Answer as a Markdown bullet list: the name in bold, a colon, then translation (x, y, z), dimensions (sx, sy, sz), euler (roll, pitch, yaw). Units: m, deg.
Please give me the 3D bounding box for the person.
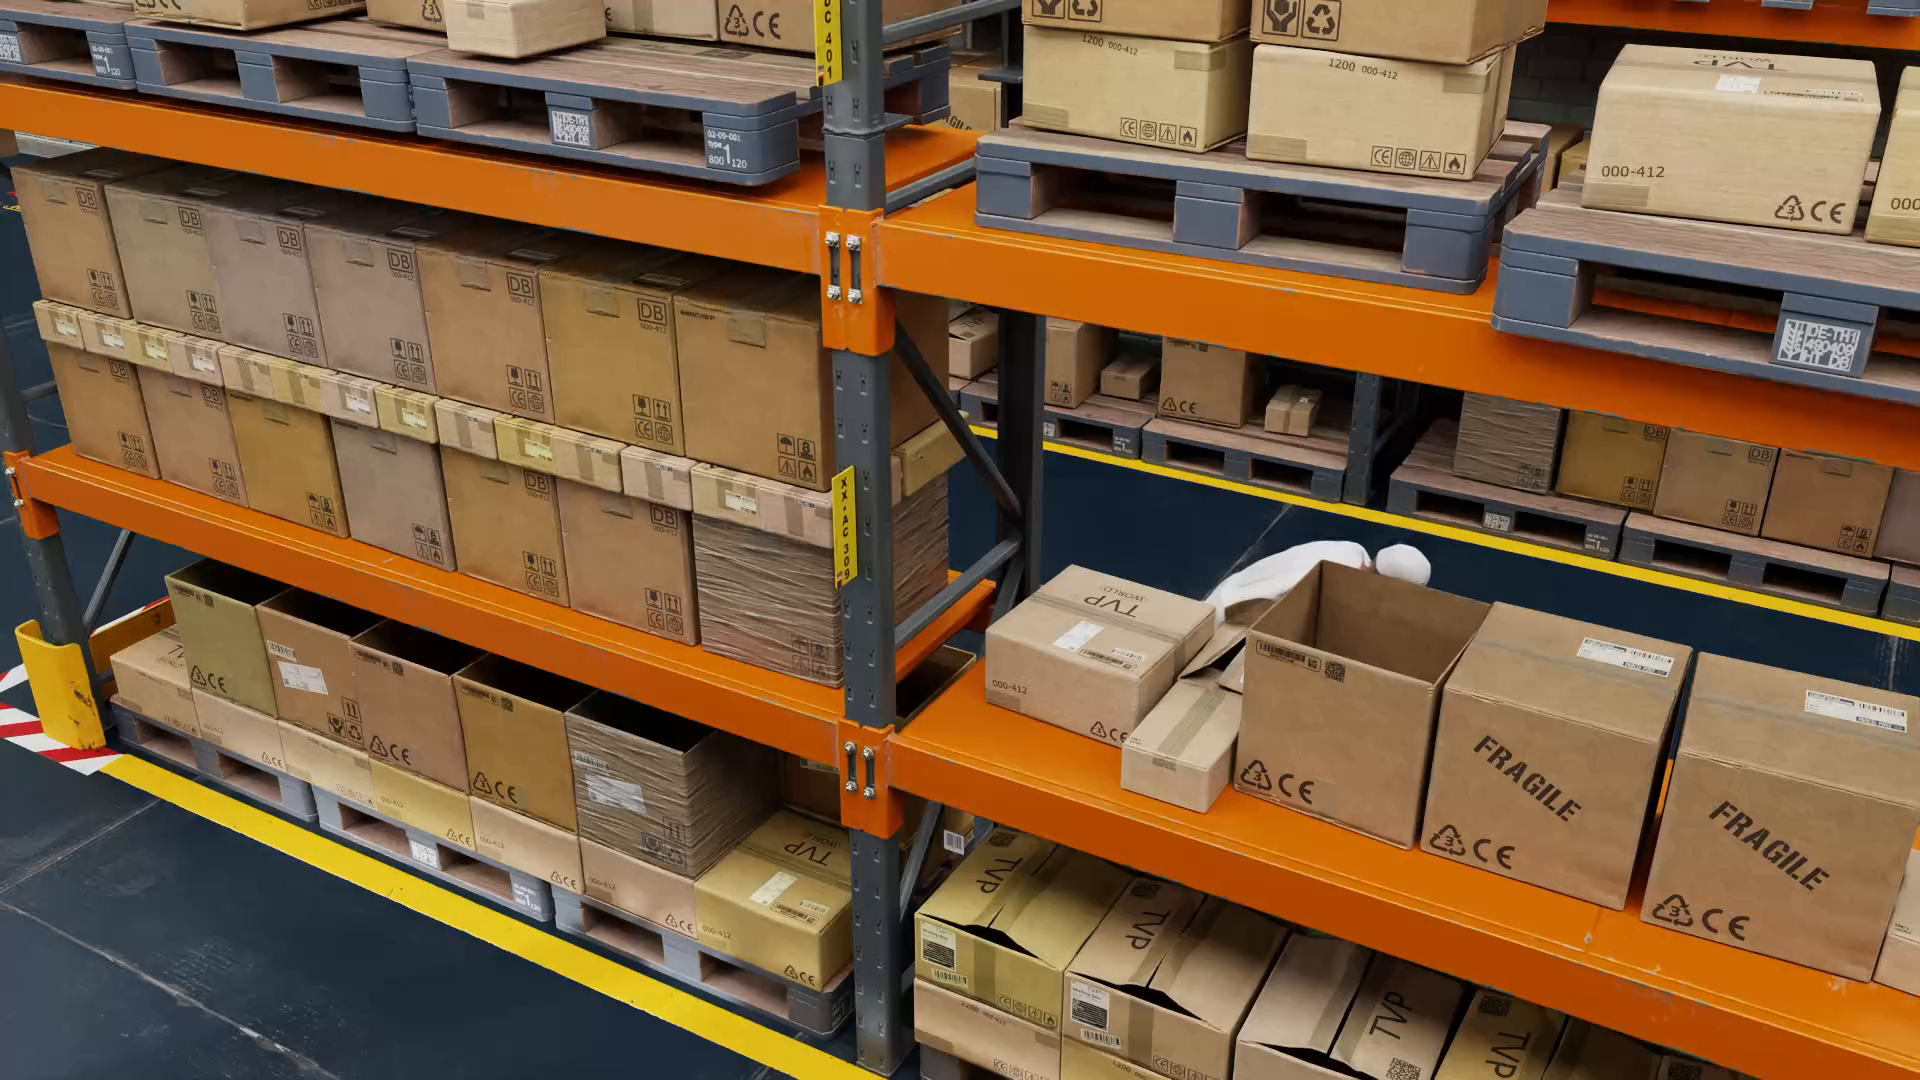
- **person**: translation (1.419, 0.426, 6.797), dimensions (0.895, 1.035, 0.584), euler (14, 30, 26)
